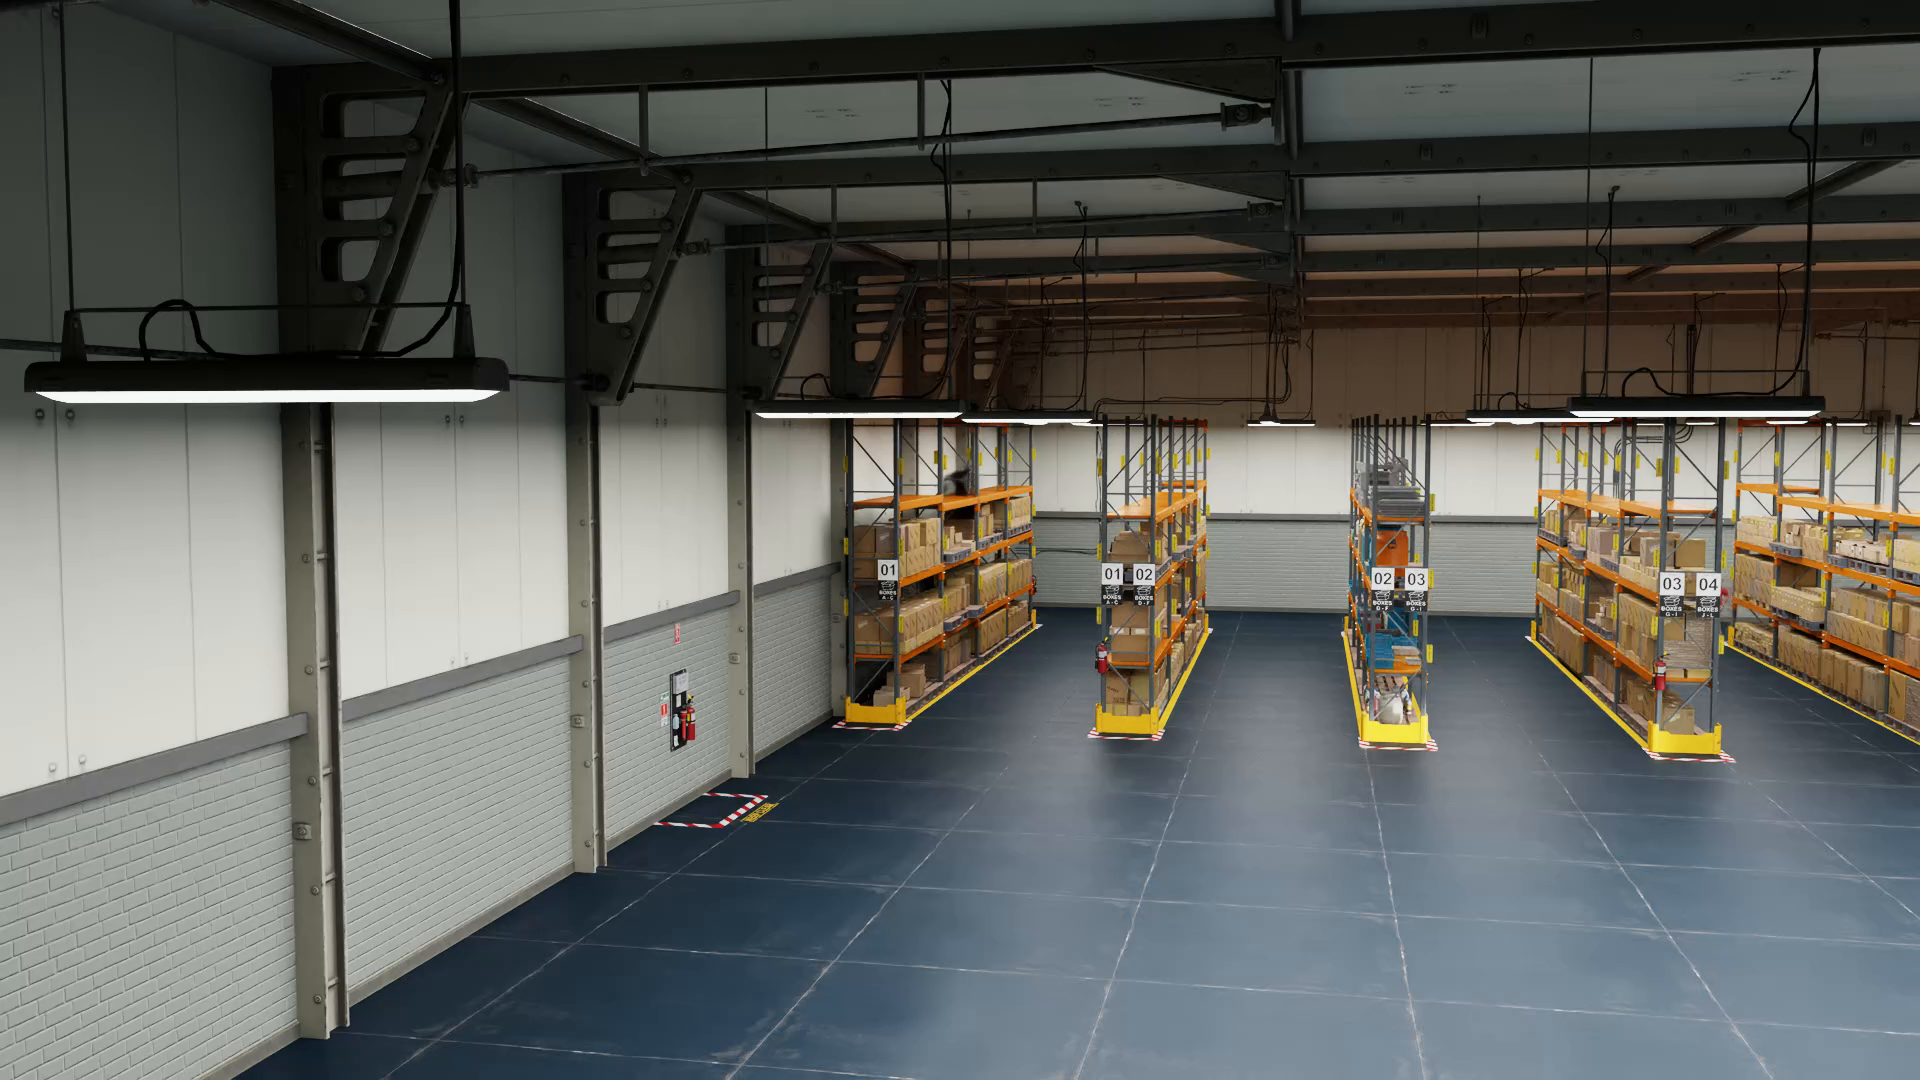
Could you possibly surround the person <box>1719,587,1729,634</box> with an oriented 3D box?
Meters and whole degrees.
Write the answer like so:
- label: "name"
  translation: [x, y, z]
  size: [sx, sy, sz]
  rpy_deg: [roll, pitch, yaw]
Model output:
- label: "person"
  translation: [20.442, 1.875, 45.165]
  size: [0.852, 1.757, 0.746]
  rpy_deg: [-1, 4, -8]
